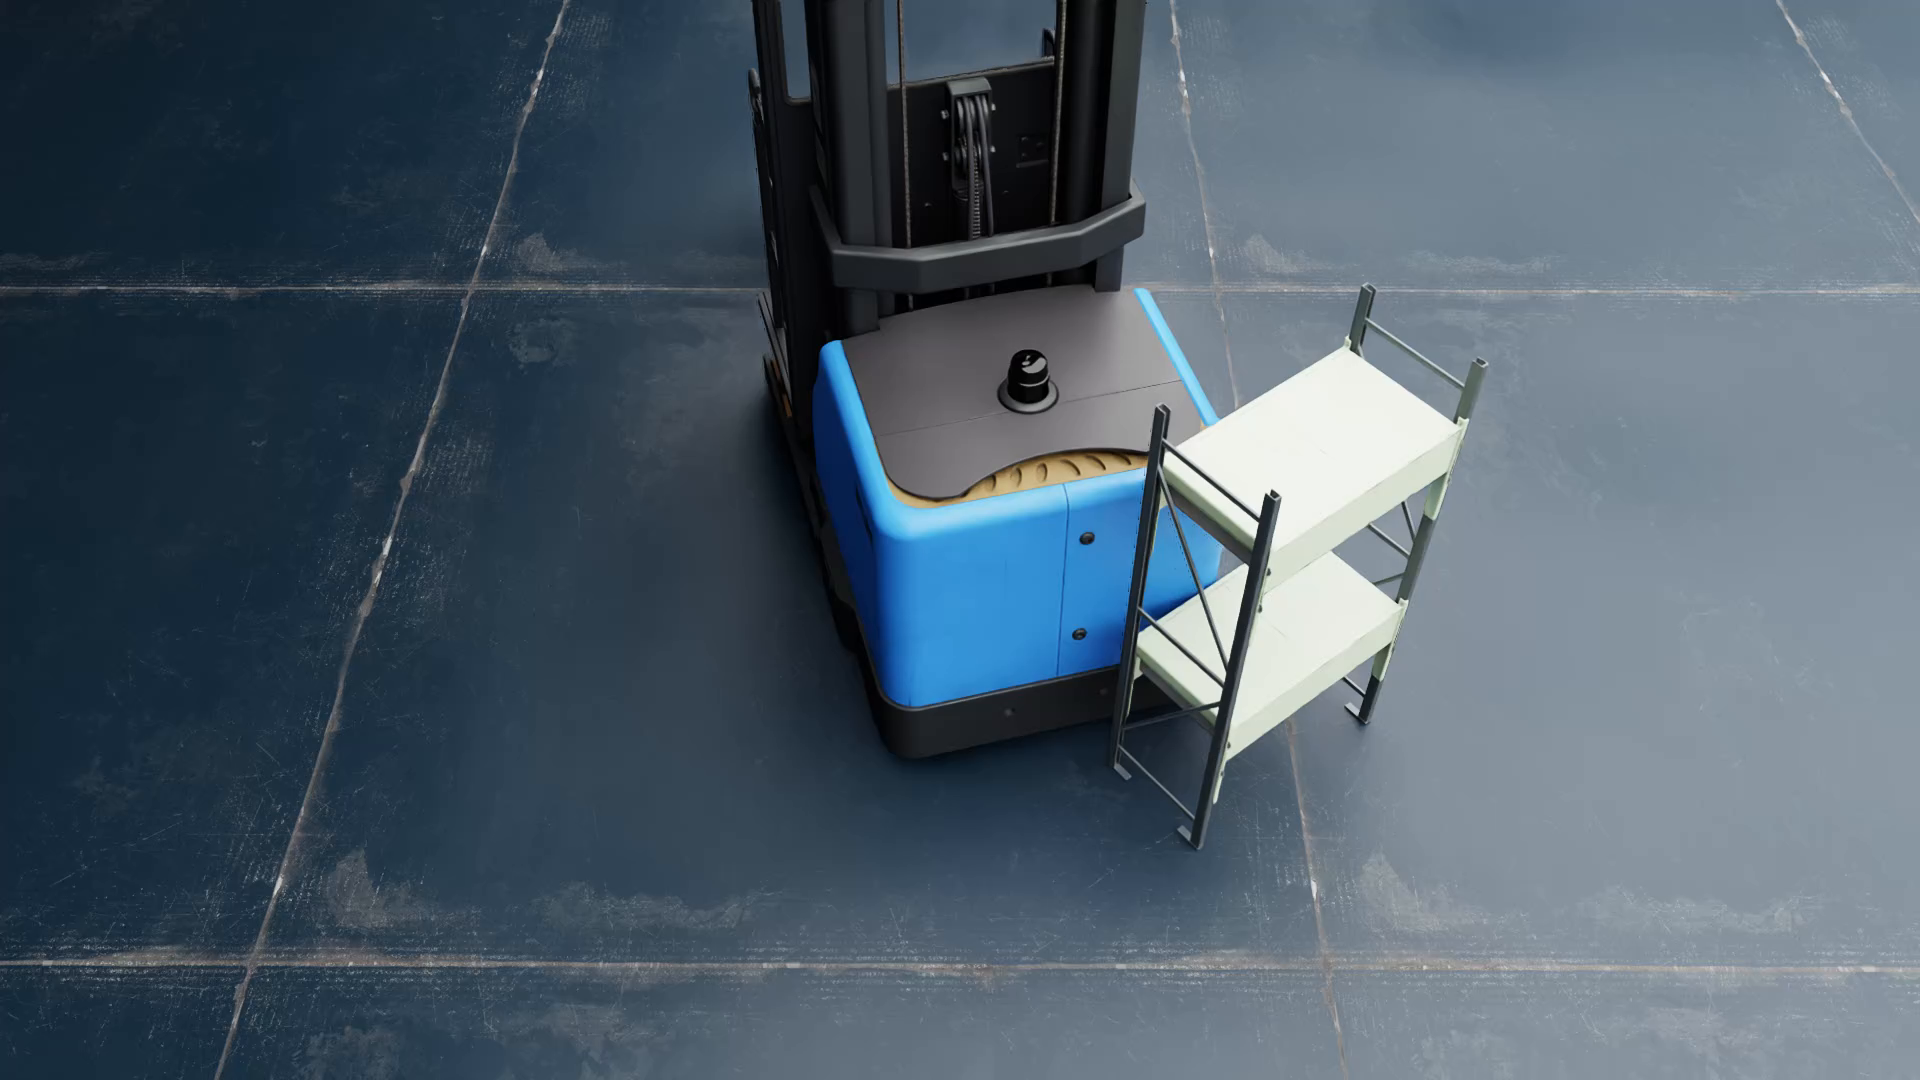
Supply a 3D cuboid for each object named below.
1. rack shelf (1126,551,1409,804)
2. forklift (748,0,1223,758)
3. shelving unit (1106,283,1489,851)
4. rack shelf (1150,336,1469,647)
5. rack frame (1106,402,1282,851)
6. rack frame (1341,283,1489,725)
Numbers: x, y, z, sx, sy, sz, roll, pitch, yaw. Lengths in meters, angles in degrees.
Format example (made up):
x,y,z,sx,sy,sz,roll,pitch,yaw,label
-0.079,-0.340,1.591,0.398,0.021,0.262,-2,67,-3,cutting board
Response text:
x,y,z,sx,sy,sz,roll,pitch,yaw,label
0.874,0.342,4.846,0.720,0.370,0.431,-31,55,-25,rack shelf
-0.101,-1.440,5.088,1.130,2.935,3.031,-11,48,-10,forklift
0.878,0.124,4.604,0.755,1.500,0.431,-31,55,-25,shelving unit
0.883,-0.138,4.314,0.720,0.370,0.431,-31,55,-25,rack shelf
0.593,0.292,4.448,0.023,1.500,0.400,-31,55,-25,rack frame
1.163,-0.044,4.760,0.023,1.500,0.400,-31,55,-25,rack frame
